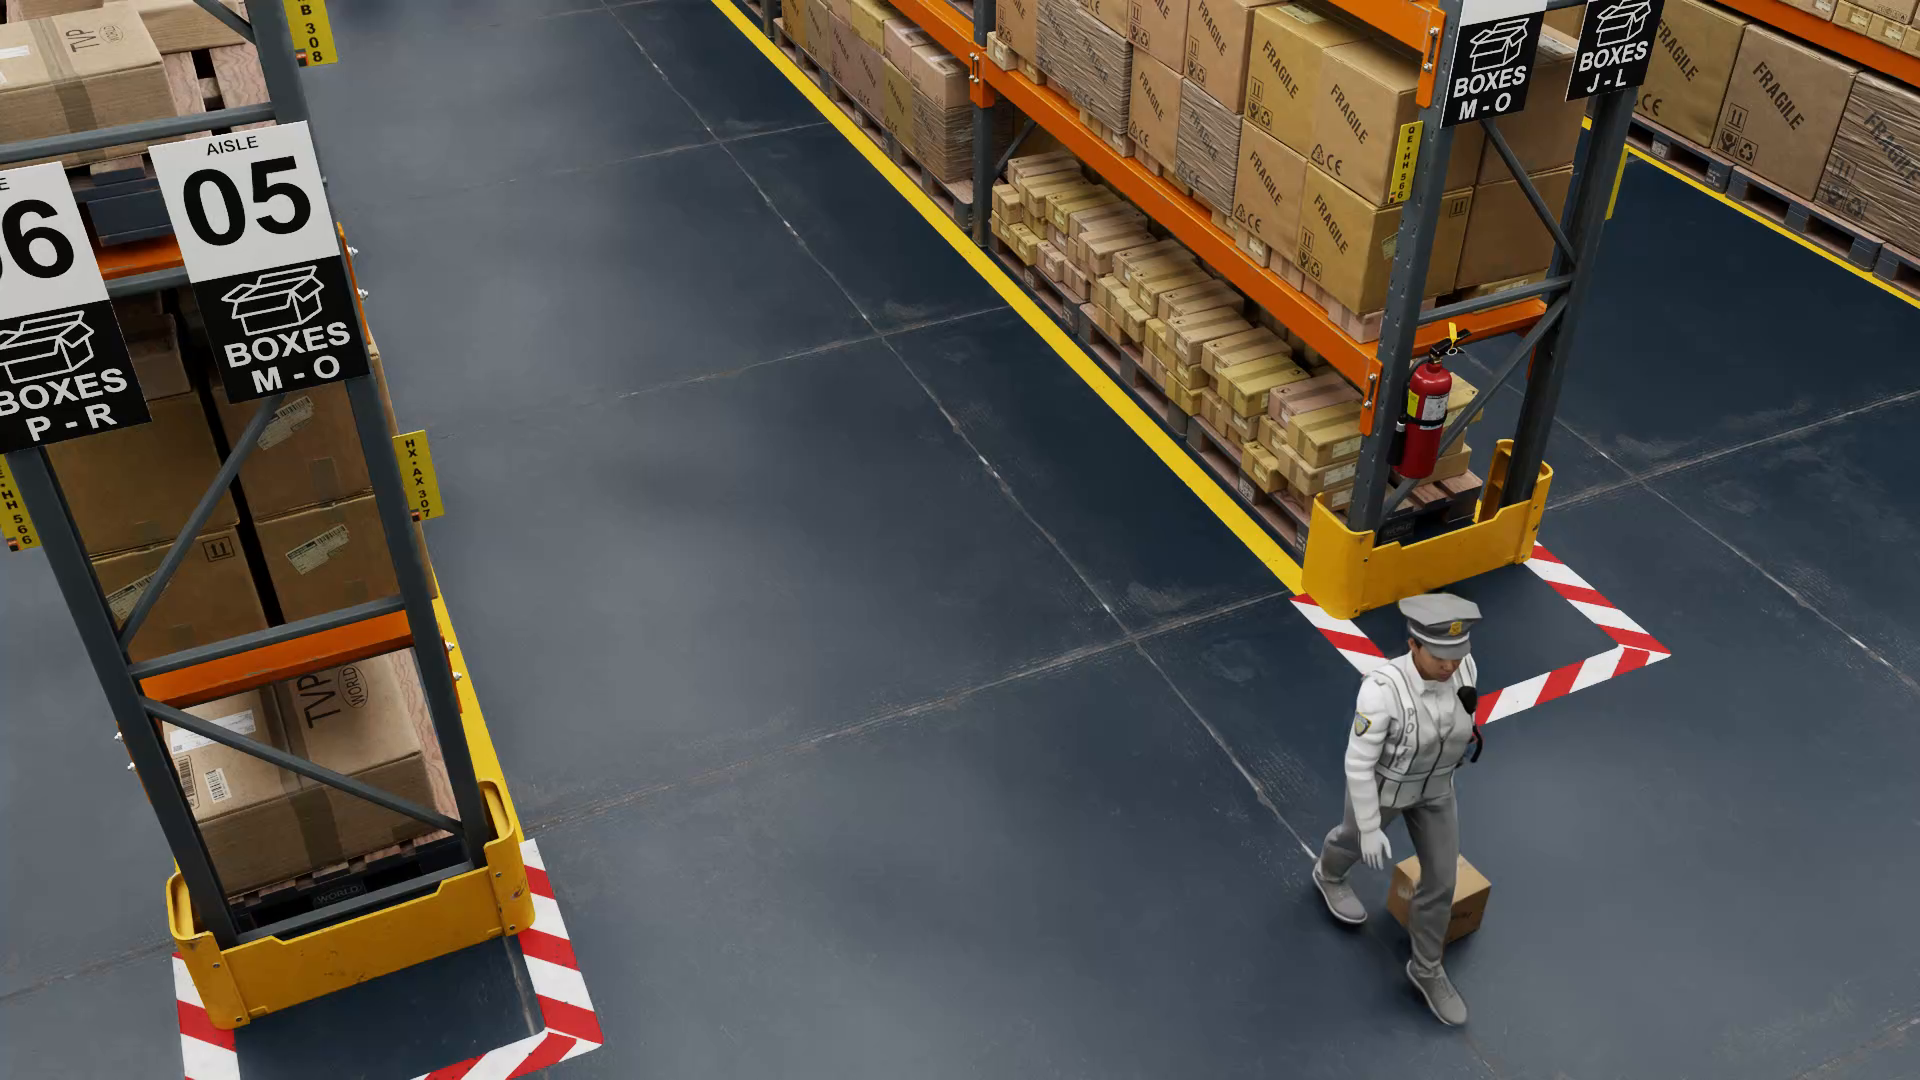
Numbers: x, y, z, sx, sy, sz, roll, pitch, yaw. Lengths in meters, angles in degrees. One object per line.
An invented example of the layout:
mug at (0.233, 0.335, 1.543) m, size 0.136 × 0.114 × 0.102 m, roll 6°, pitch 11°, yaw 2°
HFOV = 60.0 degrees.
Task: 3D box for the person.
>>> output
person at (1.519, 0.887, 5.691) m, size 0.522 × 1.706 × 0.773 m, roll -11°, pitch 39°, yaw -14°
